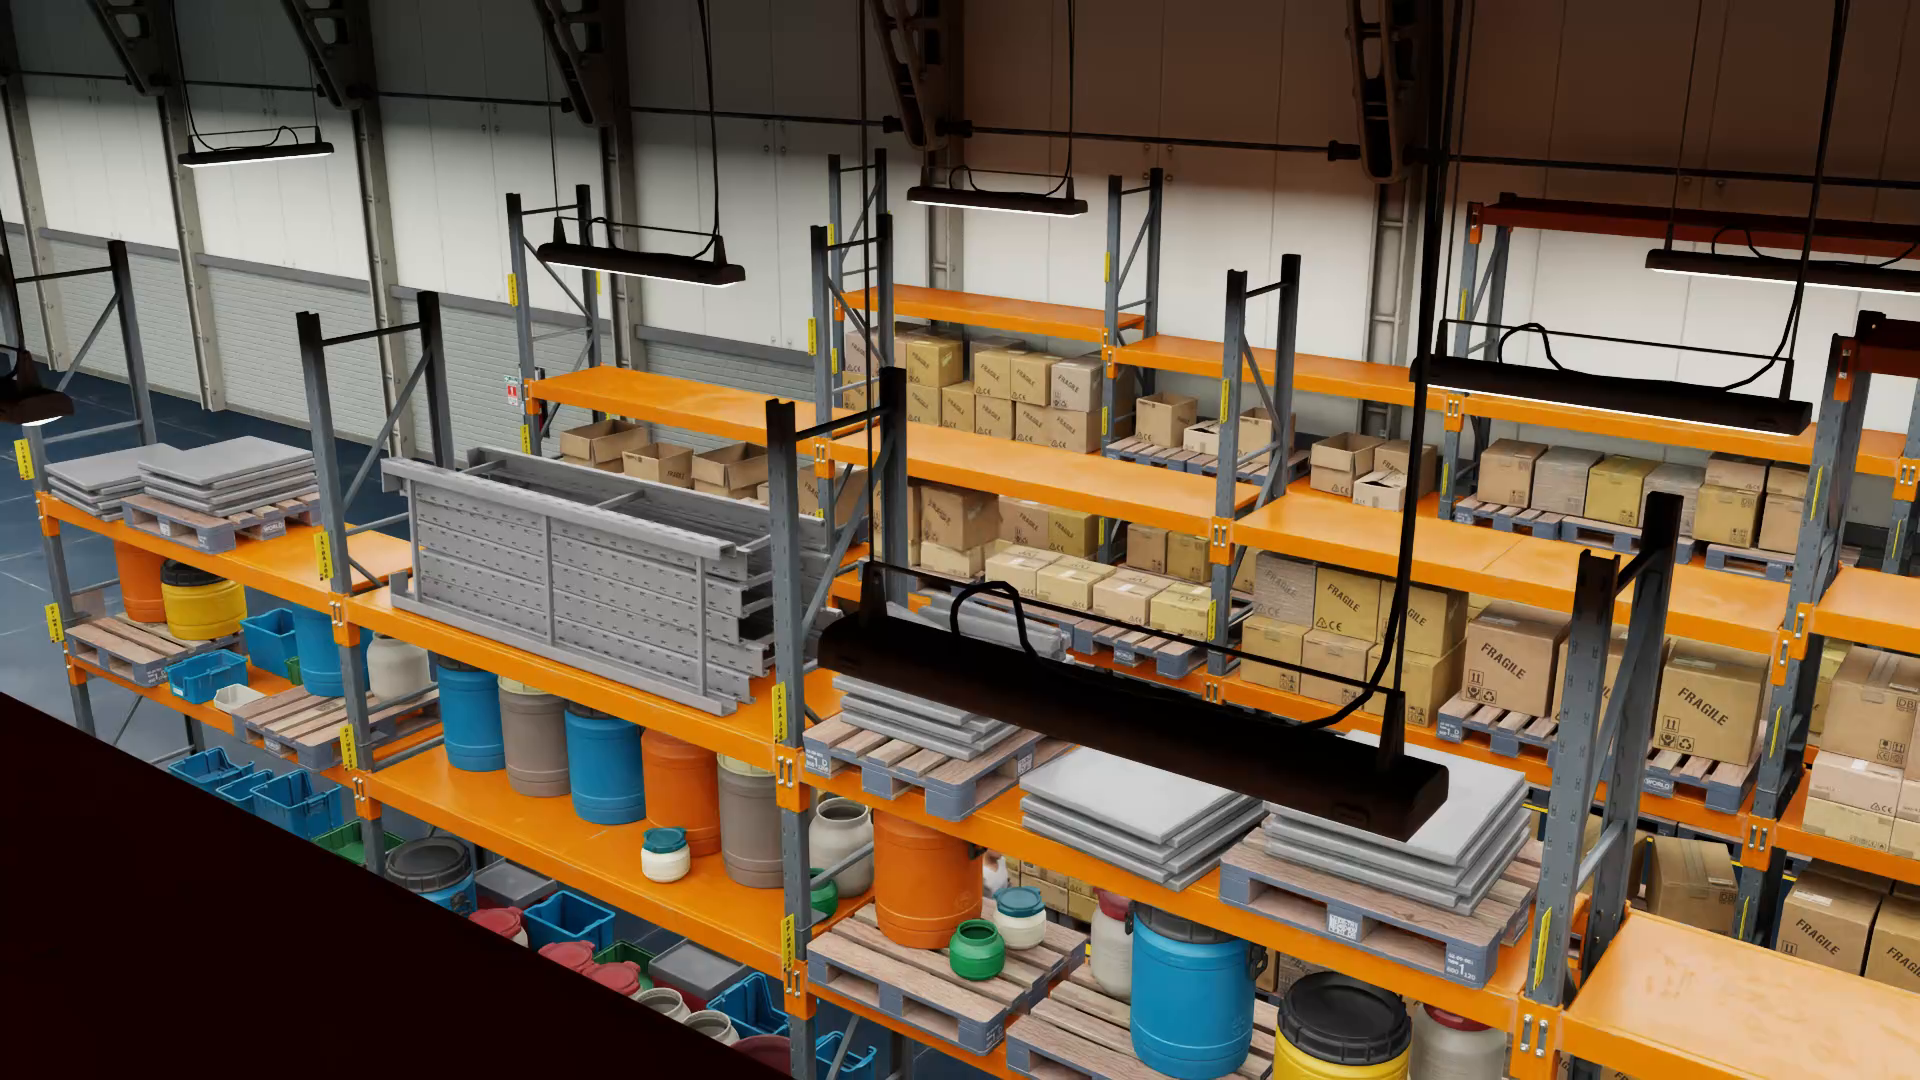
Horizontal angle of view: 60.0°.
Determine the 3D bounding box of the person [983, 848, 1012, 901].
[{"bbox_3d":[0.183,3.060,13.363,0.515,1.669,0.500,15,24,39],"label":"person"}]
